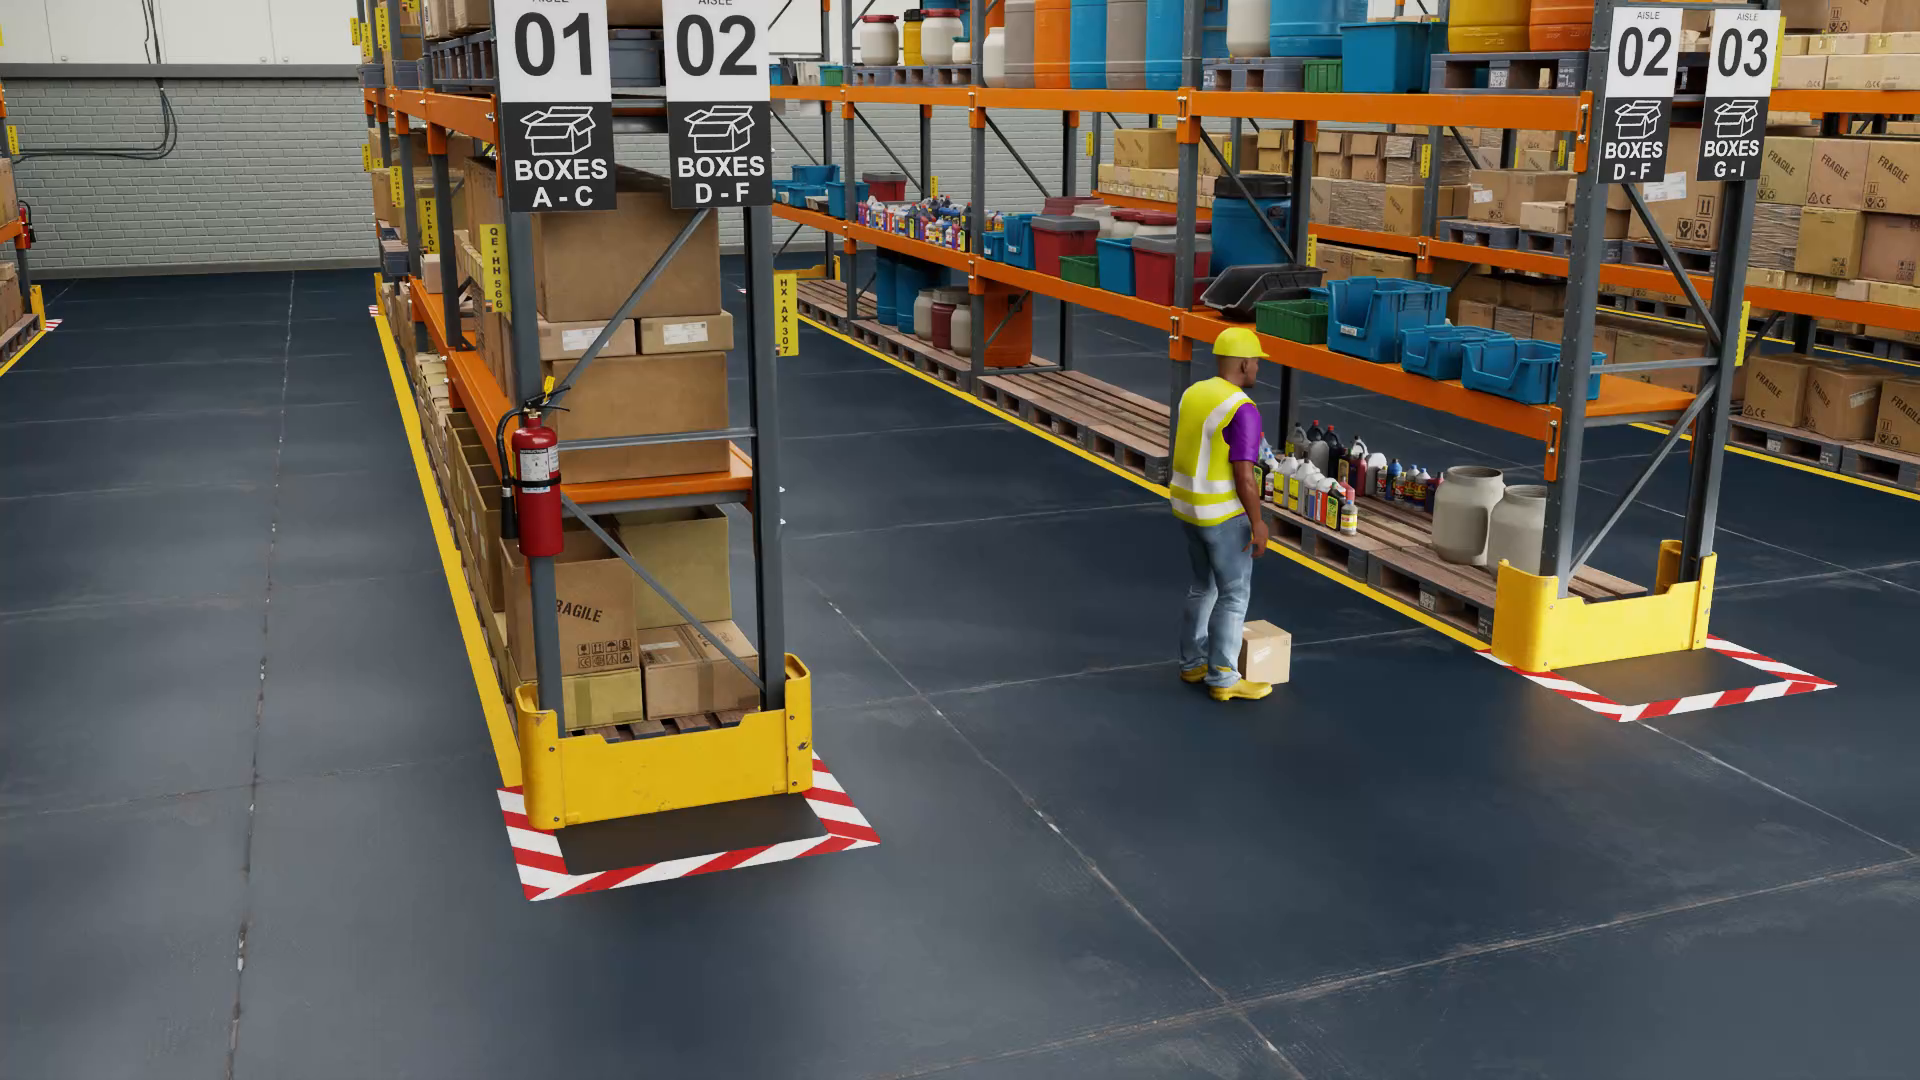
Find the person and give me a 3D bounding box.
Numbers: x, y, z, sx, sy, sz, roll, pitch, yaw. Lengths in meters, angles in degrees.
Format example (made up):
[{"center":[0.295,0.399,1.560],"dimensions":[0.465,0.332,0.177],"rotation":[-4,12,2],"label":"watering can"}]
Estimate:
[{"center":[1.259,-0.138,7.989],"dimensions":[0.459,1.761,0.638],"rotation":[-6,17,-22],"label":"person"}]
